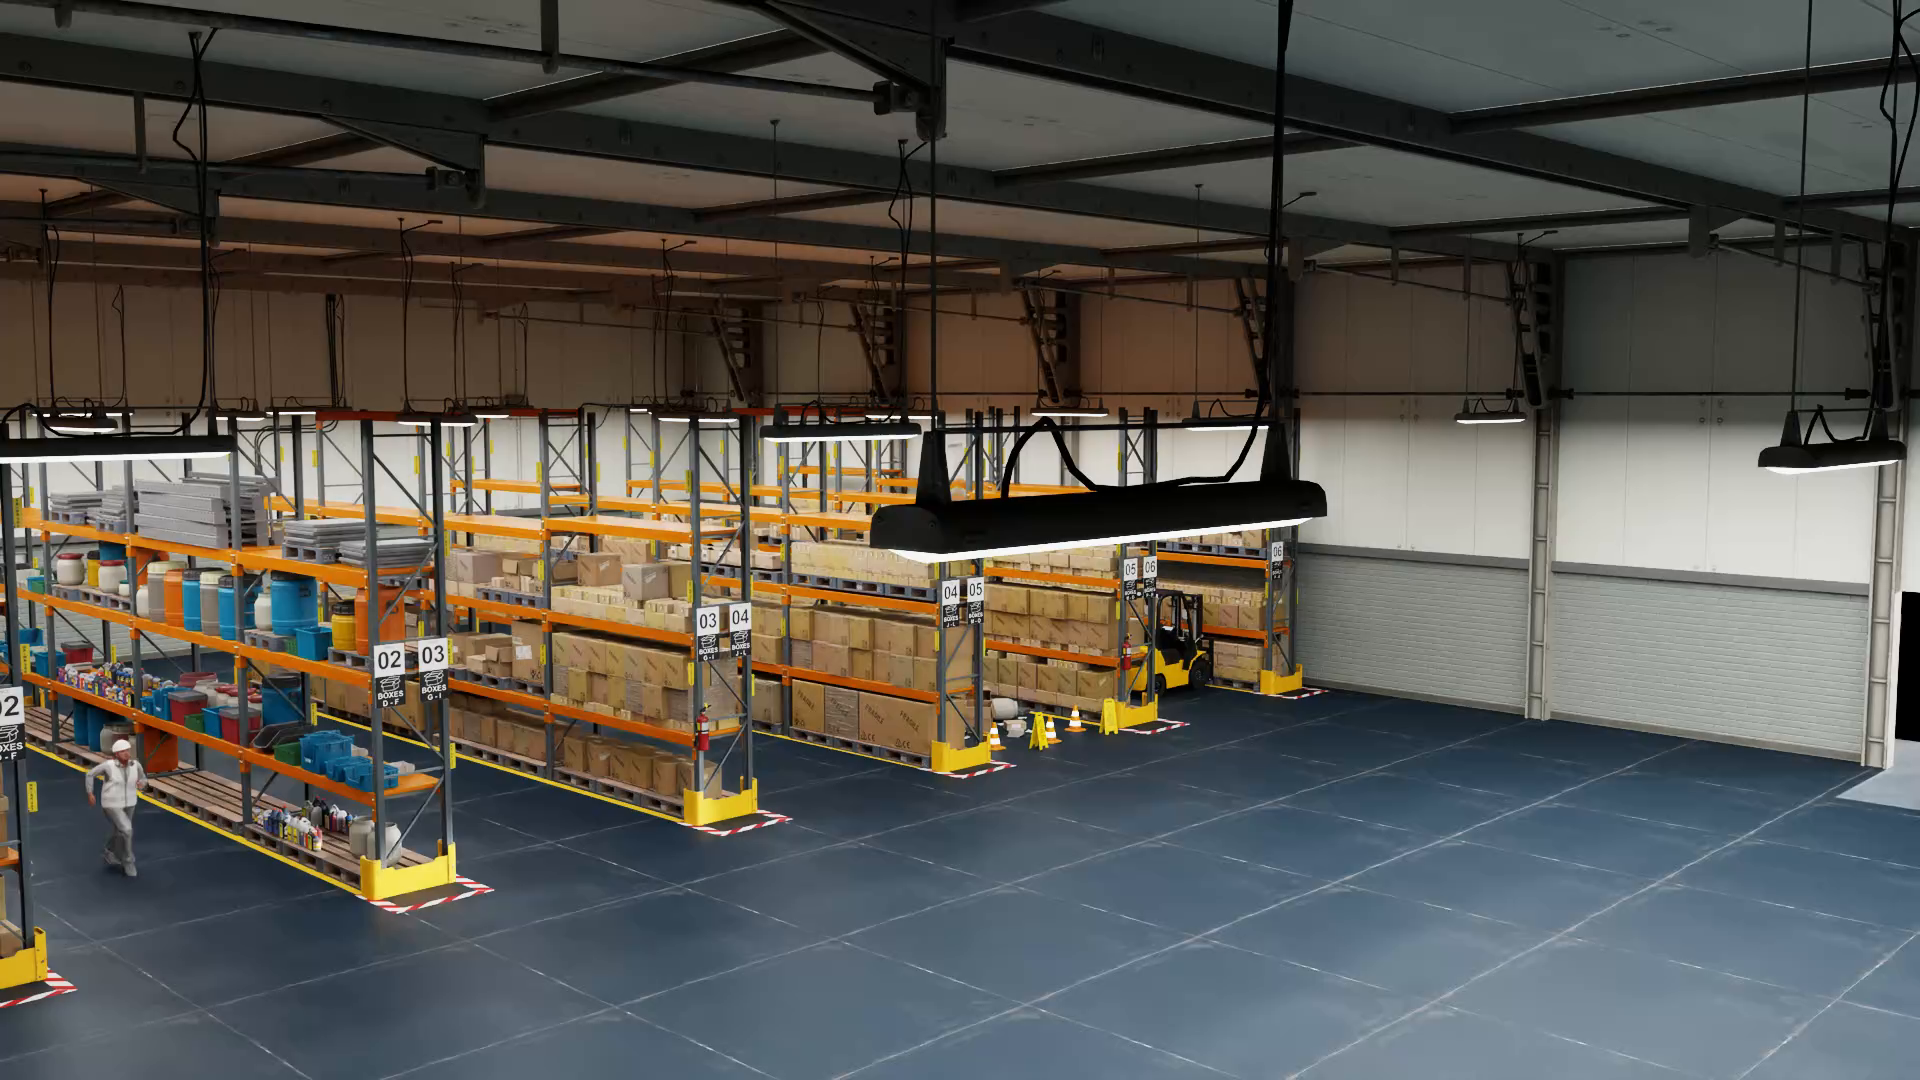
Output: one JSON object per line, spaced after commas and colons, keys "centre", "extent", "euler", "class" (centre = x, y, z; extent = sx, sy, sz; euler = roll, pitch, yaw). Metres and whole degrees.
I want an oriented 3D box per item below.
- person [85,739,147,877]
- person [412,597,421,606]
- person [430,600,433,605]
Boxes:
{"centre": [-11.095, 3.515, 21.927], "extent": [0.850, 1.813, 0.679], "euler": [3, 6, 34], "class": "person"}
{"centre": [-12.752, 2.074, 38.819], "extent": [0.592, 1.645, 0.836], "euler": [2, 5, 17], "class": "person"}
{"centre": [-11.982, 2.165, 37.539], "extent": [0.688, 1.679, 0.524], "euler": [-4, 6, -36], "class": "person"}
